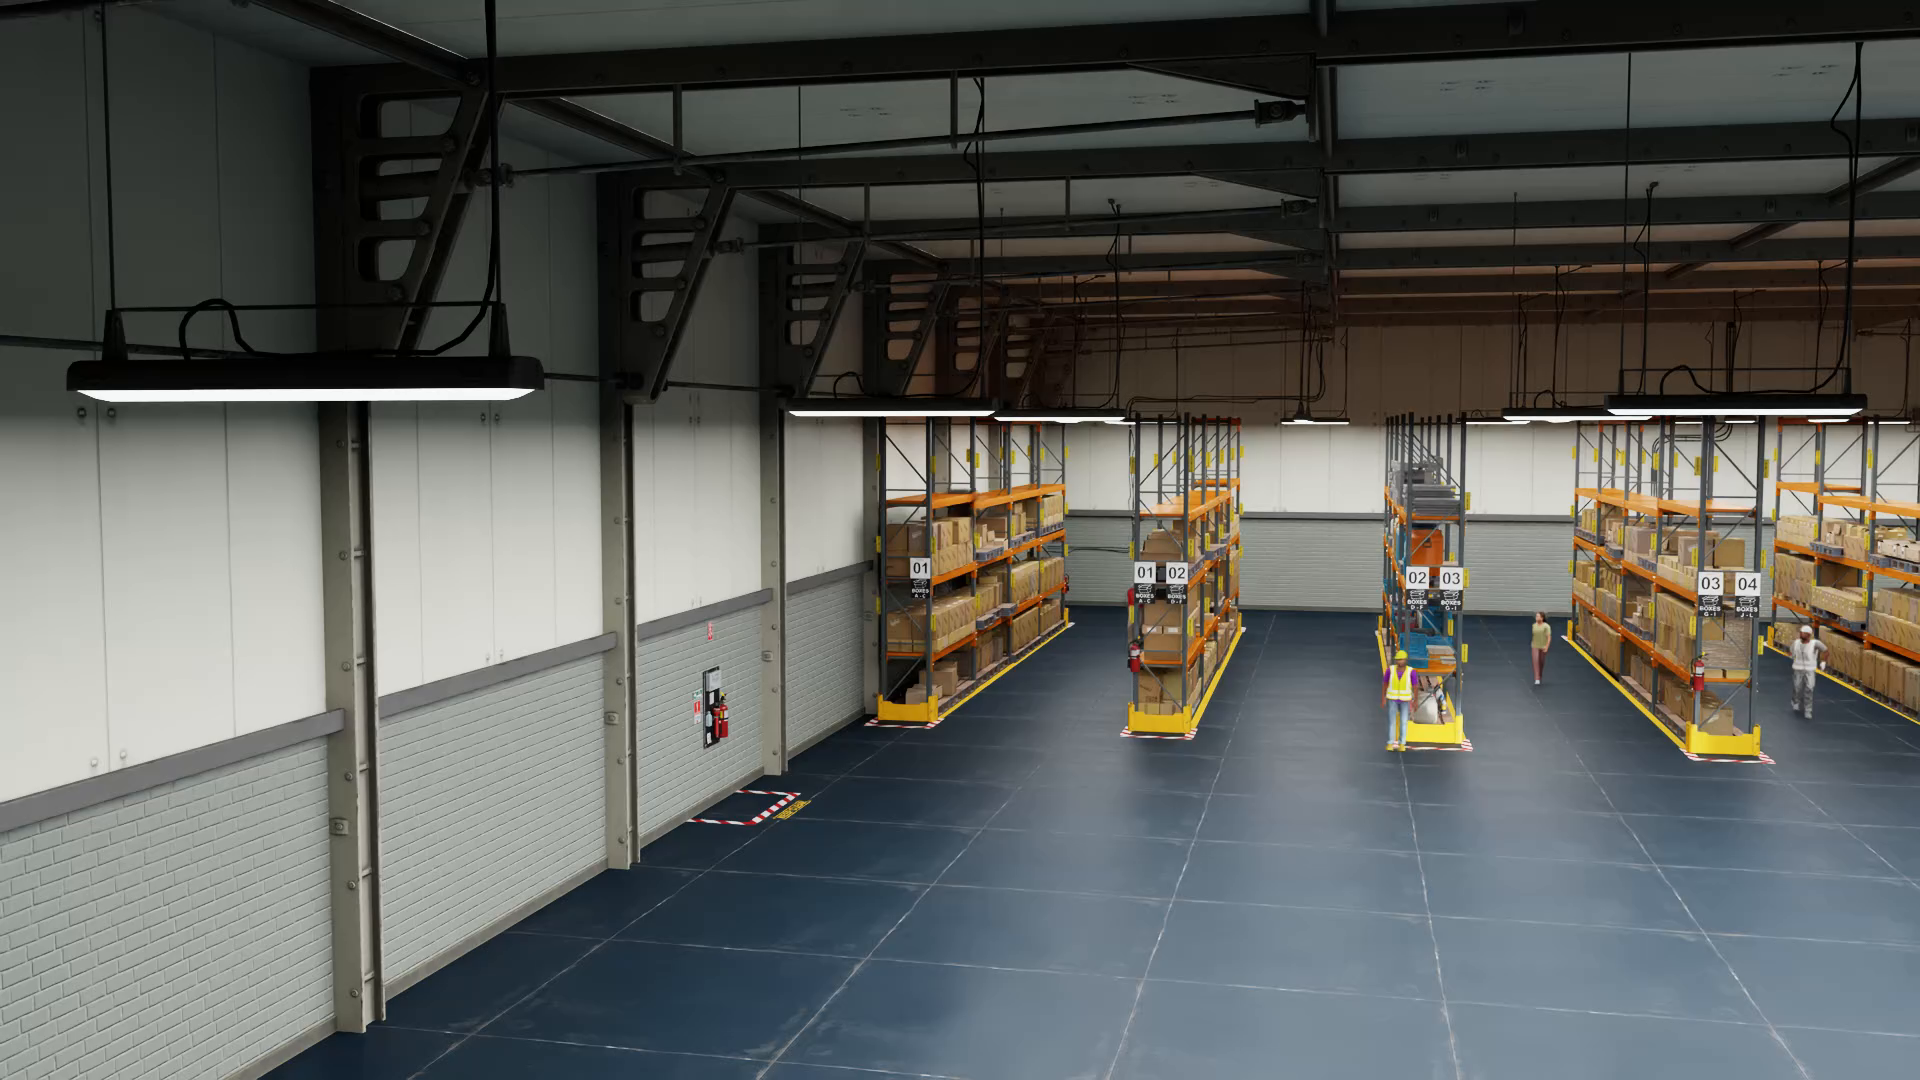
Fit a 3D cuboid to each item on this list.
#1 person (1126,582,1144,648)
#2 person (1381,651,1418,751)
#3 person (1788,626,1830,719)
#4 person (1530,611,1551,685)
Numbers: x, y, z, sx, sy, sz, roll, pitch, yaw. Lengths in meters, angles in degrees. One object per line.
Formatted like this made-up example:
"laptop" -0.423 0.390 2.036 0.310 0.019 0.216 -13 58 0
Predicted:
"person" 4.647 1.931 43.555 0.631 1.779 0.846 1 4 17
"person" 7.768 2.836 29.404 0.640 1.767 0.390 1 4 13
"person" 16.854 2.598 33.007 0.726 1.795 0.843 1 4 20
"person" 12.922 2.395 37.016 0.418 1.613 1.039 1 4 10
